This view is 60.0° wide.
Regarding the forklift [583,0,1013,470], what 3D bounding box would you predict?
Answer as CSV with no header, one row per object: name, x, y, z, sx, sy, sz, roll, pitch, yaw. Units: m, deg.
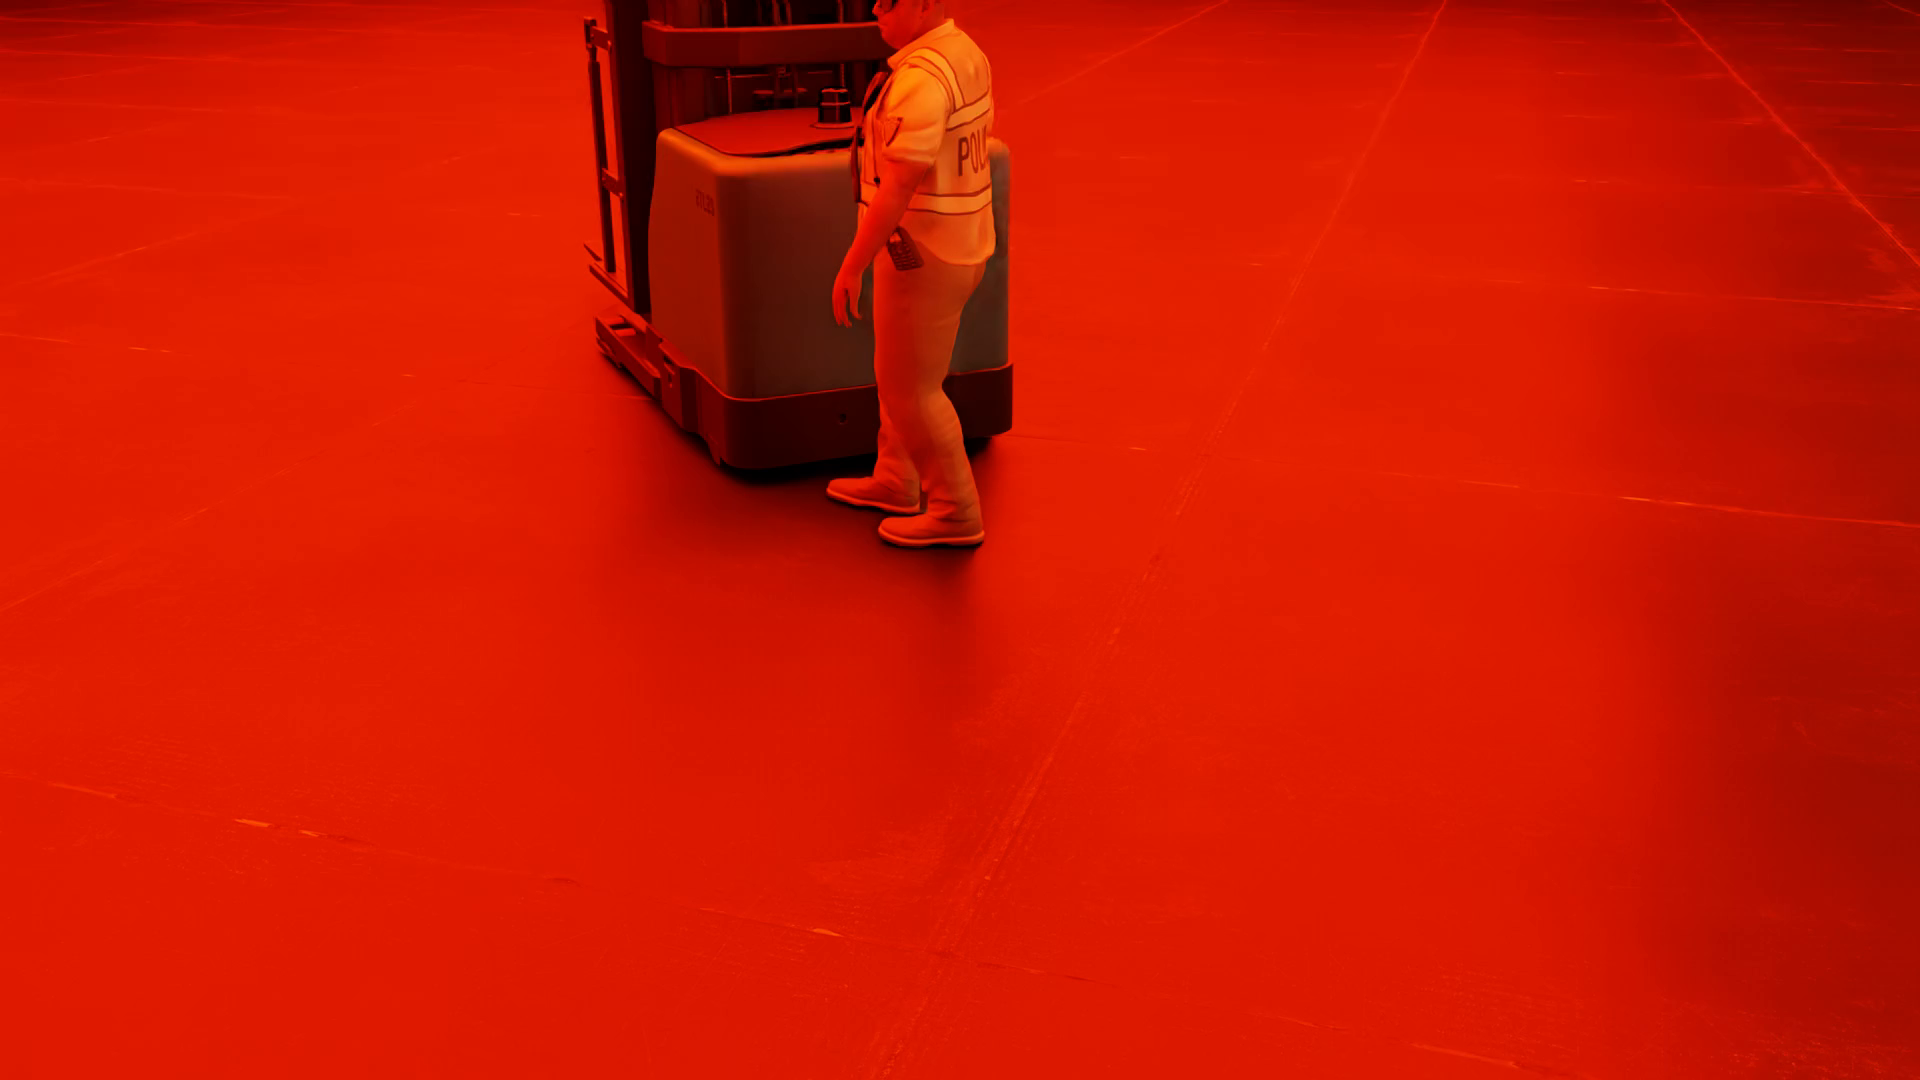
forklift,-0.881,-2.116,6.405,1.130,2.935,3.031,-10,24,-22

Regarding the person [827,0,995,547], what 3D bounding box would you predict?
person,-0.196,-0.837,4.866,0.579,1.742,0.691,5,23,12
